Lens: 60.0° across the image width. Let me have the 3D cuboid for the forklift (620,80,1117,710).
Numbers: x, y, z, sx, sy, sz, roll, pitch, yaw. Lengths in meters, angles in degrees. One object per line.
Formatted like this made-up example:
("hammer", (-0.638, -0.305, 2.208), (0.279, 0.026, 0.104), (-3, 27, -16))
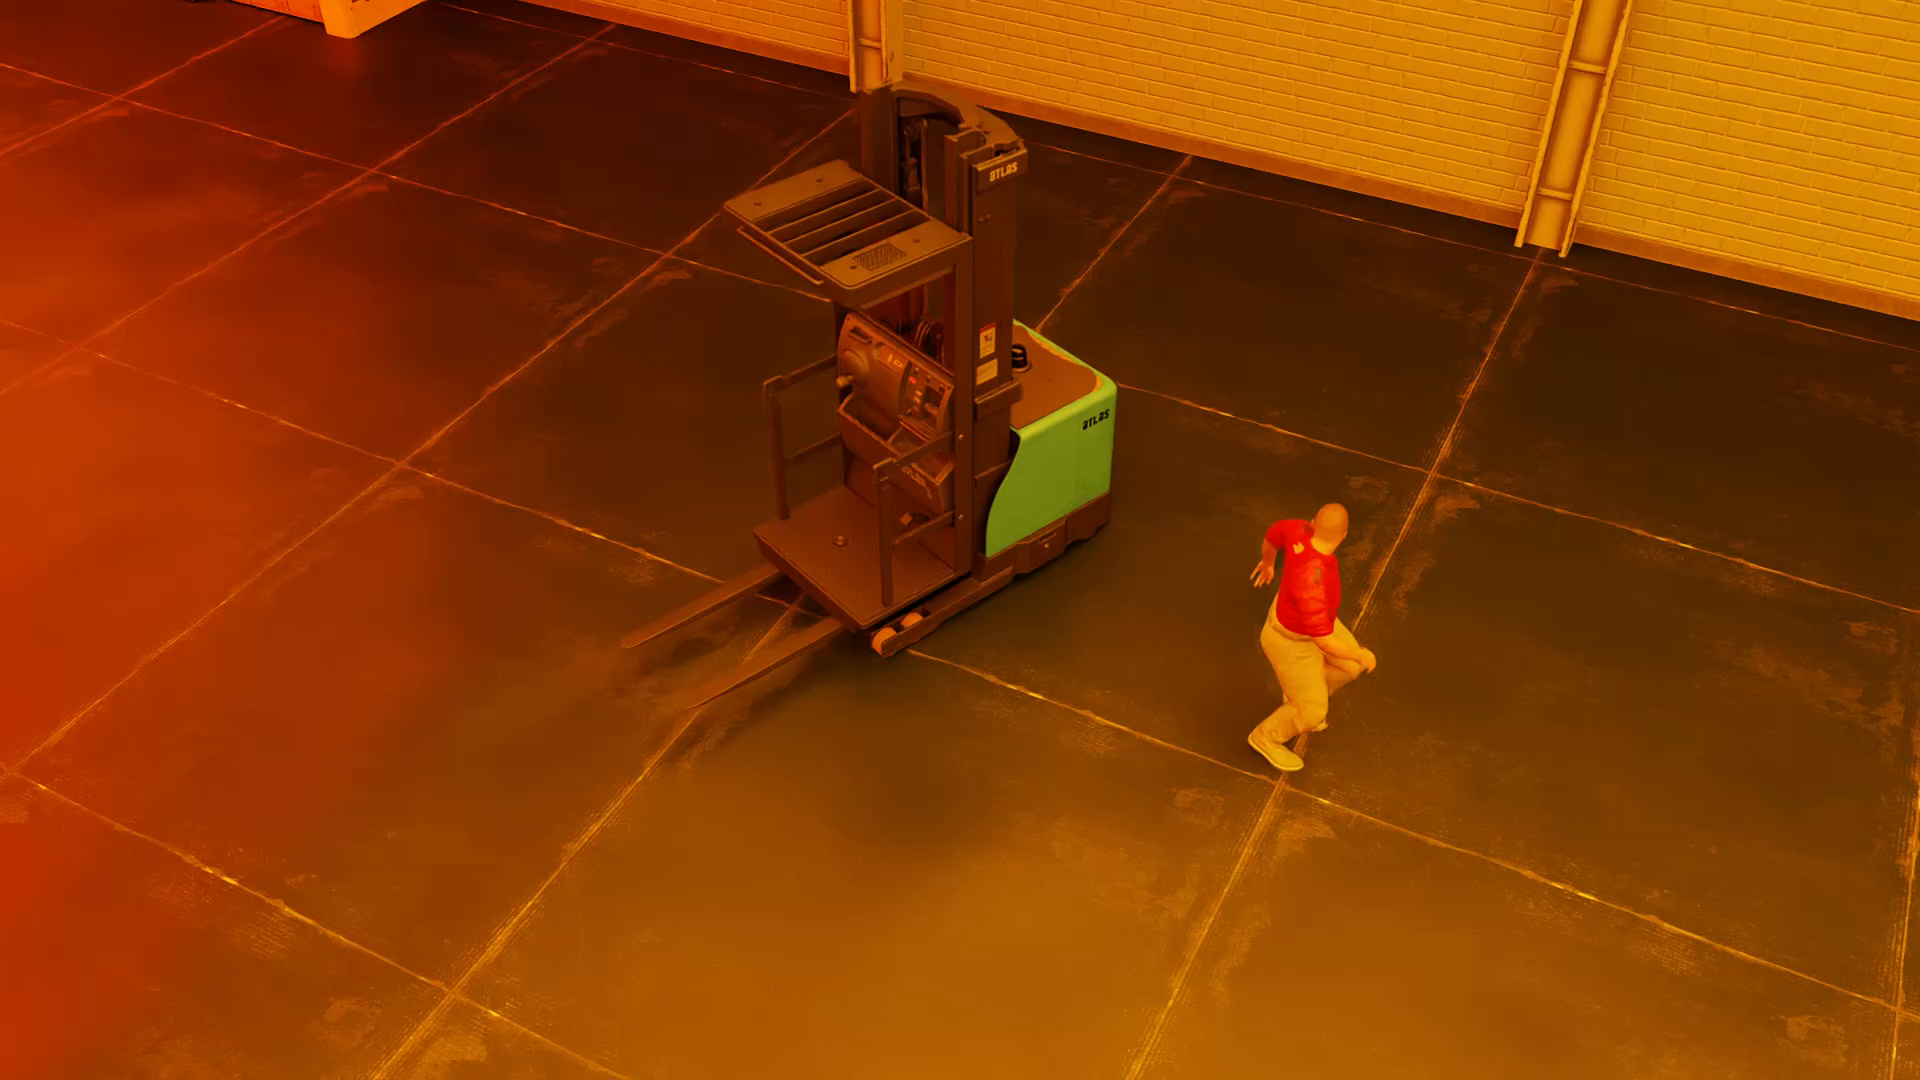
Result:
("forklift", (-0.520, -0.840, 8.984), (3.031, 2.935, 1.130), (-28, 48, -29))

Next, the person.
("person", (1.763, 0.477, 8.447), (0.733, 1.691, 0.723), (14, 42, 16))
